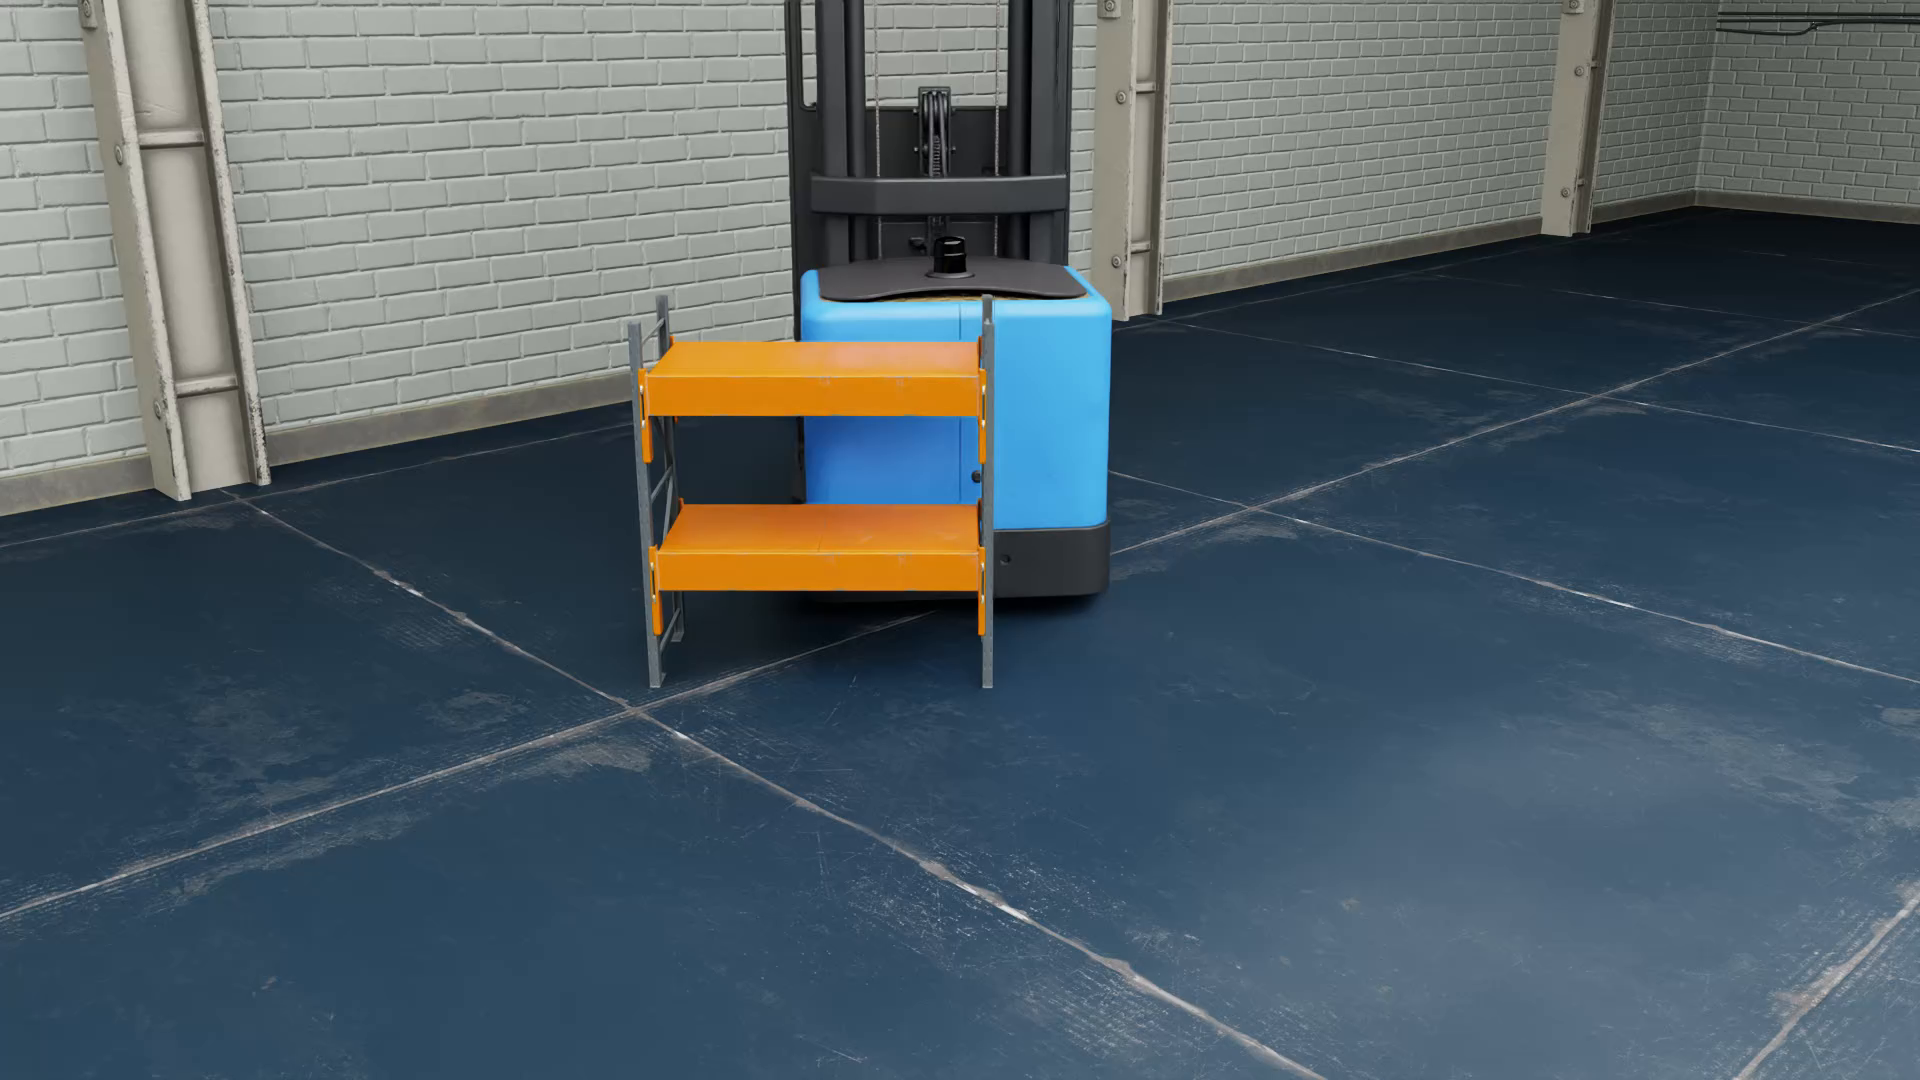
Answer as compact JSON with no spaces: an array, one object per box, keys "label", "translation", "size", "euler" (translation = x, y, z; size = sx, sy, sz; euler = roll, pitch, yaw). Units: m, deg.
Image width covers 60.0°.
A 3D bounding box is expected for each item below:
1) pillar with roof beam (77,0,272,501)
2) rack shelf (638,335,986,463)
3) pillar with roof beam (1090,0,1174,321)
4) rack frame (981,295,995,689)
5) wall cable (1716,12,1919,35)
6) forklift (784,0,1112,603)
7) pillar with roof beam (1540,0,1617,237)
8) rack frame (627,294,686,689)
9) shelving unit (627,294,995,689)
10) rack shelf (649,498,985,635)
[{"label":"pillar with roof beam","translation":[-0.290,-3.555,2.860],"size":[0.400,9.000,9.100],"euler":[-16,24,-41]},{"label":"rack shelf","translation":[-0.424,-0.436,5.055],"size":[1.000,0.278,0.538],"euler":[0,18,0]},{"label":"pillar with roof beam","translation":[4.070,-4.827,6.781],"size":[0.400,9.000,9.100],"euler":[-16,24,-41]},{"label":"rack frame","translation":[0.085,-0.157,5.144],"size":[0.032,1.125,0.500],"euler":[0,18,0]},{"label":"wall cable","translation":[8.521,-5.914,15.169],"size":[0.112,2.526,3.097],"euler":[-16,24,-41]},{"label":"forklift","translation":[-0.141,-1.590,6.636],"size":[1.130,2.935,3.031],"euler":[-2,18,-5]},{"label":"pillar with roof beam","translation":[8.430,-6.098,10.703],"size":[0.400,9.000,9.100],"euler":[-16,24,-41]},{"label":"rack frame","translation":[-0.932,-0.158,5.147],"size":[0.032,1.125,0.500],"euler":[0,18,0]},{"label":"shelving unit","translation":[-0.424,-0.157,5.145],"size":[1.048,1.125,0.538],"euler":[0,18,0]},{"label":"rack shelf","translation":[-0.424,0.075,5.221],"size":[1.000,0.278,0.538],"euler":[0,18,0]}]
